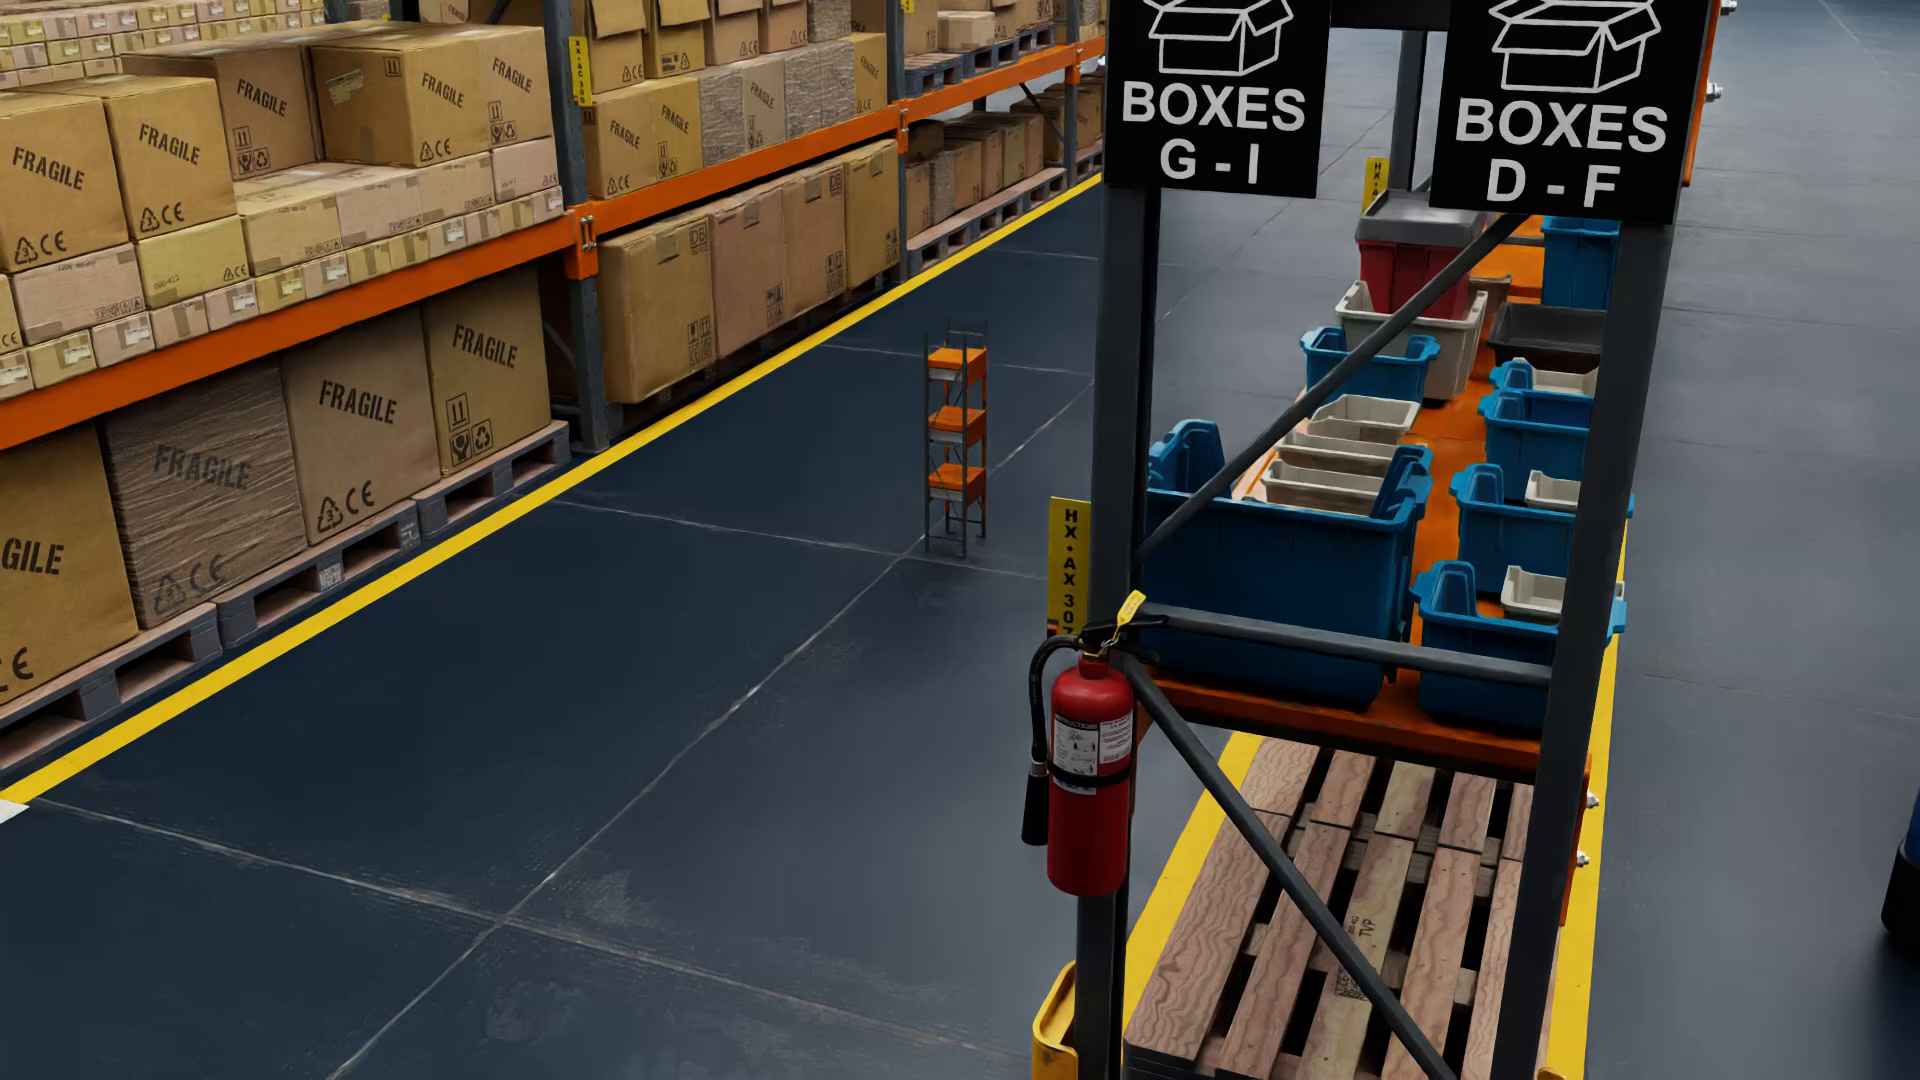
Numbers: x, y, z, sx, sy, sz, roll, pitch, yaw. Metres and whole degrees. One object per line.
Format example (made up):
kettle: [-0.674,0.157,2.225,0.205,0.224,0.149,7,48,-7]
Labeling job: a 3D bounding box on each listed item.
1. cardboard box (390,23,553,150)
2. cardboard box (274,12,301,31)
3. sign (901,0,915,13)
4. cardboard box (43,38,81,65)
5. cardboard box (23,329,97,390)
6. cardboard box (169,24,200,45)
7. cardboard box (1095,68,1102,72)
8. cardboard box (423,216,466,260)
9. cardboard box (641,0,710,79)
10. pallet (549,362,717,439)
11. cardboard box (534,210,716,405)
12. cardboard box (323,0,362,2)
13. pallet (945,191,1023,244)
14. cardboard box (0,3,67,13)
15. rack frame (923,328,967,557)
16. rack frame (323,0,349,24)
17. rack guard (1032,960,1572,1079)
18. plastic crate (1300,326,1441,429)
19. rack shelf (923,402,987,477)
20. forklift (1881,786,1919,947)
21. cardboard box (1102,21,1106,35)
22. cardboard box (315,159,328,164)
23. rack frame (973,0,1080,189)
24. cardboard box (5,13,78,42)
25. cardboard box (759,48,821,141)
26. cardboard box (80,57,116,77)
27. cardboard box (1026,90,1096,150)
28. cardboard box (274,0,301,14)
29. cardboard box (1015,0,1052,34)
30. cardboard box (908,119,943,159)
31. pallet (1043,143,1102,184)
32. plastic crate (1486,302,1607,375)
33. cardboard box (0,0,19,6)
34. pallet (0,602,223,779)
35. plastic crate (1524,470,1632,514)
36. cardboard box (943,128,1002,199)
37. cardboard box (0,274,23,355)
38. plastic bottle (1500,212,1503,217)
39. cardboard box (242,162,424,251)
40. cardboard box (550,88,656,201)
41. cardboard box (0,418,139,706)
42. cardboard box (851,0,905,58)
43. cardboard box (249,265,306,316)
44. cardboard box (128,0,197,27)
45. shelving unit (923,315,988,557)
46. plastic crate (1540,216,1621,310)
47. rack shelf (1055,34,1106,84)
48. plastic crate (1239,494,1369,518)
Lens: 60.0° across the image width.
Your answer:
cardboard box: [-2.286,-2.135,7.806,0.500,0.500,0.500,10,24,22]
cardboard box: [-5.304,-3.979,12.780,0.380,0.149,0.250,10,25,22]
sign: [-0.361,-3.811,11.481,0.100,0.325,0.005,9,24,20]
cardboard box: [-6.072,-3.239,11.008,0.380,0.149,0.250,8,24,18]
cardboard box: [-3.222,-0.640,5.717,0.380,0.149,0.250,8,24,19]
cardboard box: [-5.683,-3.613,11.903,0.380,0.149,0.250,9,24,21]
cardboard box: [1.846,-5.038,18.617,0.500,0.500,0.500,14,26,30]
cardboard box: [-2.459,-1.376,7.479,0.380,0.149,0.250,9,24,21]
cardboard box: [-1.868,-2.907,9.386,0.797,0.503,0.637,9,24,21]
pallet: [-2.147,-0.924,9.689,1.003,0.211,1.213,9,24,20]
cardboard box: [-2.144,-1.369,9.348,1.225,0.875,0.875,9,24,20]
cardboard box: [-5.269,-4.768,13.847,0.700,0.500,0.500,9,24,20]
pallet: [-0.131,-2.783,14.139,1.003,0.211,1.213,9,24,20]
cardboard box: [-6.478,-3.661,11.631,0.380,0.149,0.250,8,24,18]
rack frame: [-0.065,-0.422,7.397,0.200,1.050,0.008,9,24,20]
rack frame: [-5.445,-4.102,13.678,1.000,3.000,0.127,9,24,20]
rack guard: [0.753,1.380,3.797,1.175,0.500,0.348,9,24,20]
plastic crate: [1.274,-0.506,5.208,0.416,0.233,0.300,9,24,20]
rack shelf: [-0.020,-0.456,7.506,0.215,0.259,0.240,9,24,20]
forklift: [4.132,0.091,3.731,3.031,2.935,1.130,19,29,38]
cardboard box: [1.223,-4.977,16.099,0.380,0.149,0.250,9,24,20]
cardboard box: [-2.971,-1.684,7.699,0.500,0.250,0.500,9,24,20]
rack frame: [0.608,-4.787,15.318,1.000,3.000,0.127,9,24,20]
cardboard box: [-6.067,-3.379,10.956,0.380,0.149,0.250,8,24,19]
cardboard box: [-1.211,-2.826,10.493,0.500,0.500,0.500,8,24,18]
cardboard box: [-5.975,-3.193,11.284,0.380,0.149,0.250,8,24,18]
cardboard box: [1.000,-4.171,16.541,0.500,0.500,0.500,18,29,37]
cardboard box: [-5.297,-4.124,12.739,0.380,0.149,0.250,8,24,19]
cardboard box: [0.183,-4.993,14.489,1.000,1.000,1.000,9,24,20]
cardboard box: [-0.469,-3.186,13.186,0.500,0.250,0.500,12,25,26]
pallet: [0.825,-3.746,16.443,1.003,0.211,1.213,9,24,20]
plastic crate: [2.069,-0.677,5.757,0.437,0.125,0.590,9,24,20]
cardboard box: [-9.383,-5.225,16.148,0.380,0.149,0.250,9,24,20]
pallet: [-3.625,0.497,6.287,1.003,0.211,1.213,9,24,20]
plastic crate: [1.595,-0.076,4.306,0.250,0.136,0.298,9,24,20]
cardboard box: [-0.042,-3.252,14.315,0.700,0.500,0.500,7,24,15]
cardboard box: [-3.420,-0.694,5.328,0.500,0.250,0.500,8,24,19]
plastic bottle: [2.475,-1.613,7.785,0.144,0.351,0.185,9,24,20]
cardboard box: [-2.663,-1.428,7.086,0.500,0.250,0.500,9,24,21]
cardboard box: [-1.960,-2.099,8.754,0.500,0.500,0.500,9,24,20]
cardboard box: [-3.686,0.054,5.942,0.875,0.875,0.875,9,24,20]
cardboard box: [-0.714,-3.794,12.267,0.500,0.500,0.500,6,23,14]
cardboard box: [-2.841,-1.007,6.595,0.380,0.149,0.250,8,24,19]
cardboard box: [-5.684,-3.751,11.847,0.380,0.149,0.250,10,25,23]
shelving unit: [-0.020,-0.465,7.502,0.215,1.050,0.252,9,24,20]
plastic crate: [2.378,-1.019,6.242,0.392,0.384,0.575,9,24,20]
rack shelf: [1.351,-5.171,17.170,1.077,0.370,4.000,9,24,20]
plastic crate: [0.884,-0.007,4.140,0.396,0.136,0.243,9,24,20]
